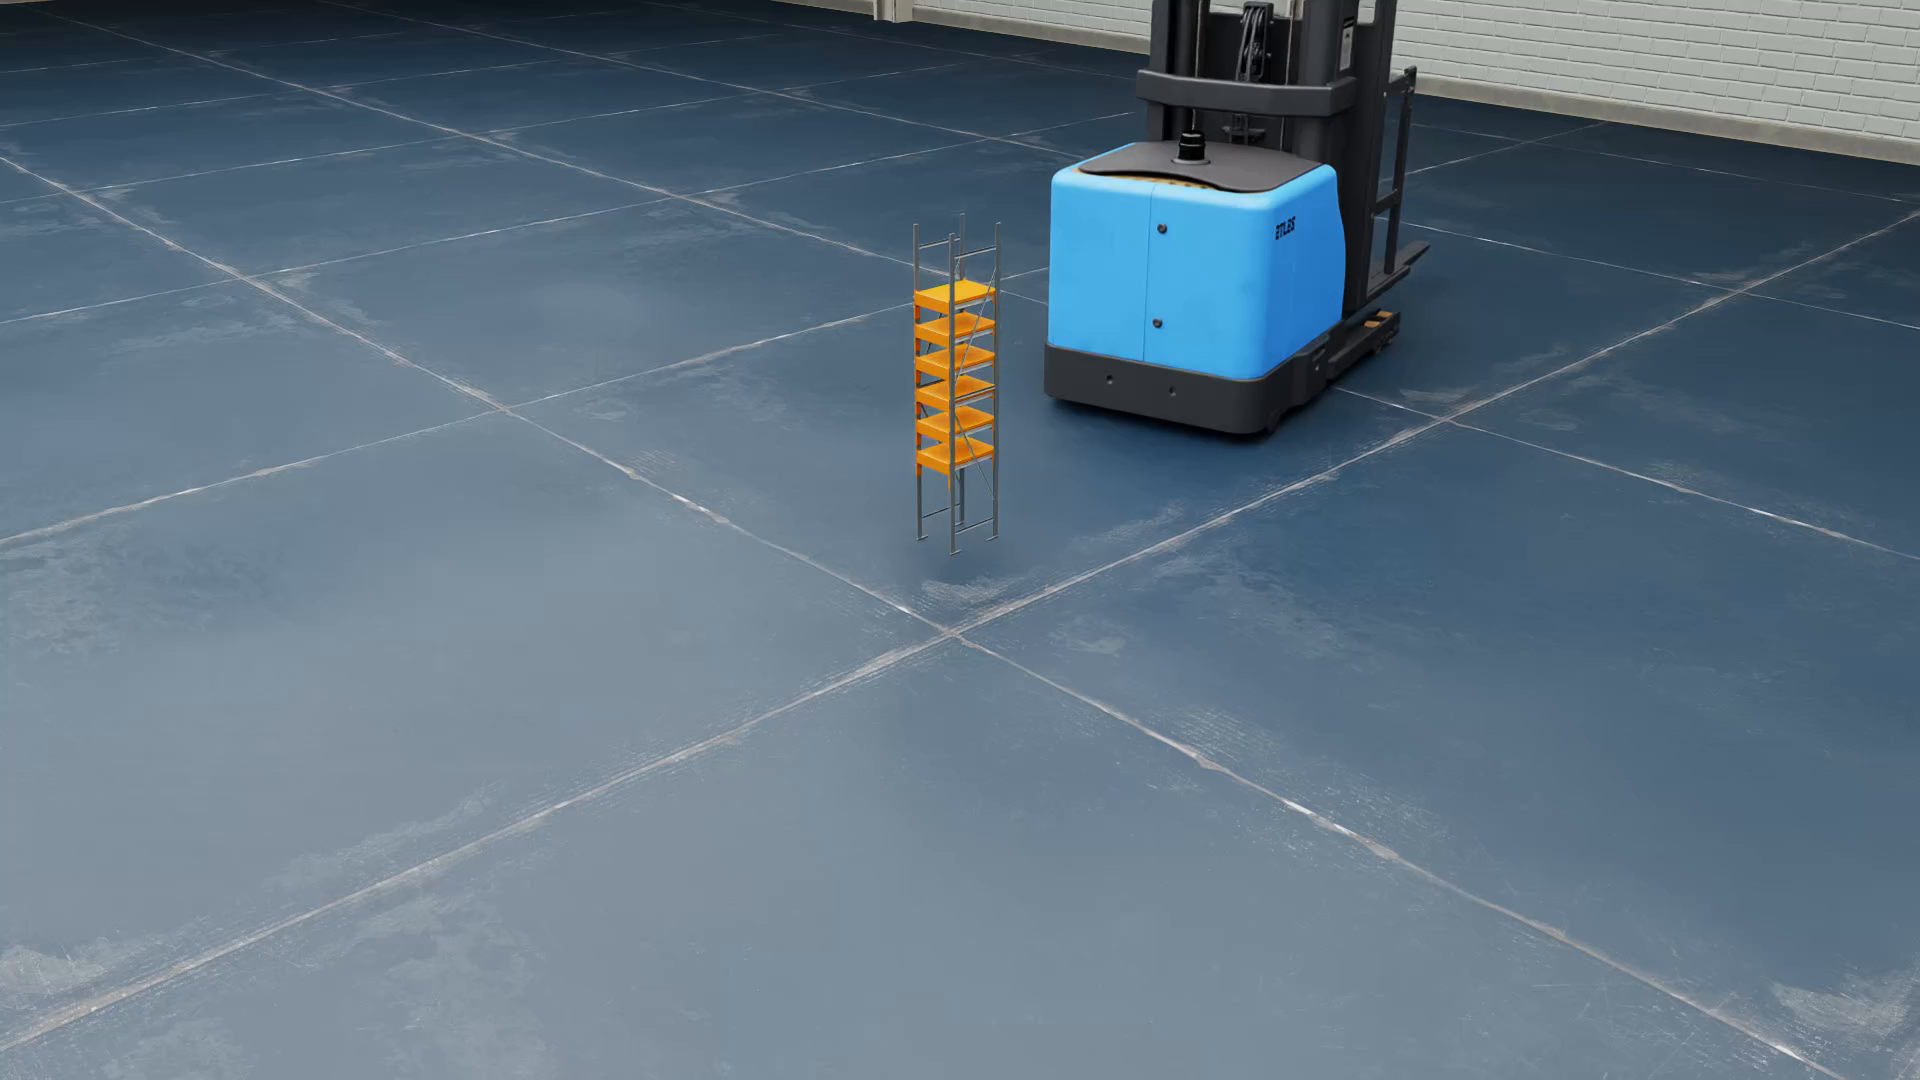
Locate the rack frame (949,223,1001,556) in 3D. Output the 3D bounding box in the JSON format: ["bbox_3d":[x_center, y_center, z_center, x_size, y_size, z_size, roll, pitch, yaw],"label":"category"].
[{"bbox_3d":[0.053,-0.523,5.950,0.240,1.200,0.006,-21,32,-38],"label":"rack frame"}]

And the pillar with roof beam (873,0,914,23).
[{"bbox_3d":[-3.931,-9.082,15.316,9.100,9.000,0.400,-21,32,-38],"label":"pillar with roof beam"}]

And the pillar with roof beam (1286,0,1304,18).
[{"bbox_3d":[0.170,-7.264,11.332,9.100,9.000,0.400,-21,32,-38],"label":"pillar with roof beam"}]

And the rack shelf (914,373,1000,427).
[{"bbox_3d":[-0.010,-0.510,6.029,0.258,0.103,0.180,-21,32,-38],"label":"rack shelf"}]

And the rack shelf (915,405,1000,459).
[{"bbox_3d":[-0.010,-0.401,6.079,0.258,0.103,0.180,-21,32,-38],"label":"rack shelf"}]

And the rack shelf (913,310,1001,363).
[{"bbox_3d":[-0.010,-0.728,5.929,0.258,0.103,0.180,-21,32,-38],"label":"rack shelf"}]

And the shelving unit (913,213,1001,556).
[{"bbox_3d":[-0.010,-0.550,6.011,0.258,1.200,0.189,-21,32,-38],"label":"shelving unit"}]

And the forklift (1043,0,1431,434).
[{"bbox_3d":[1.579,-2.350,7.870,1.130,2.935,3.031,14,28,28],"label":"forklift"}]

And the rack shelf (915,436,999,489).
[{"bbox_3d":[-0.010,-0.291,6.129,0.258,0.103,0.180,-21,32,-38],"label":"rack shelf"}]

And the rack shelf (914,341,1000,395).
[{"bbox_3d":[-0.010,-0.619,5.979,0.258,0.103,0.180,-21,32,-38],"label":"rack shelf"}]

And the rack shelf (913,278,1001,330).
[{"bbox_3d":[-0.010,-0.837,5.880,0.258,0.103,0.180,-21,32,-38],"label":"rack shelf"}]

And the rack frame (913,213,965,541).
[{"bbox_3d":[-0.072,-0.578,6.071,0.240,1.200,0.006,-21,32,-38],"label":"rack frame"}]
